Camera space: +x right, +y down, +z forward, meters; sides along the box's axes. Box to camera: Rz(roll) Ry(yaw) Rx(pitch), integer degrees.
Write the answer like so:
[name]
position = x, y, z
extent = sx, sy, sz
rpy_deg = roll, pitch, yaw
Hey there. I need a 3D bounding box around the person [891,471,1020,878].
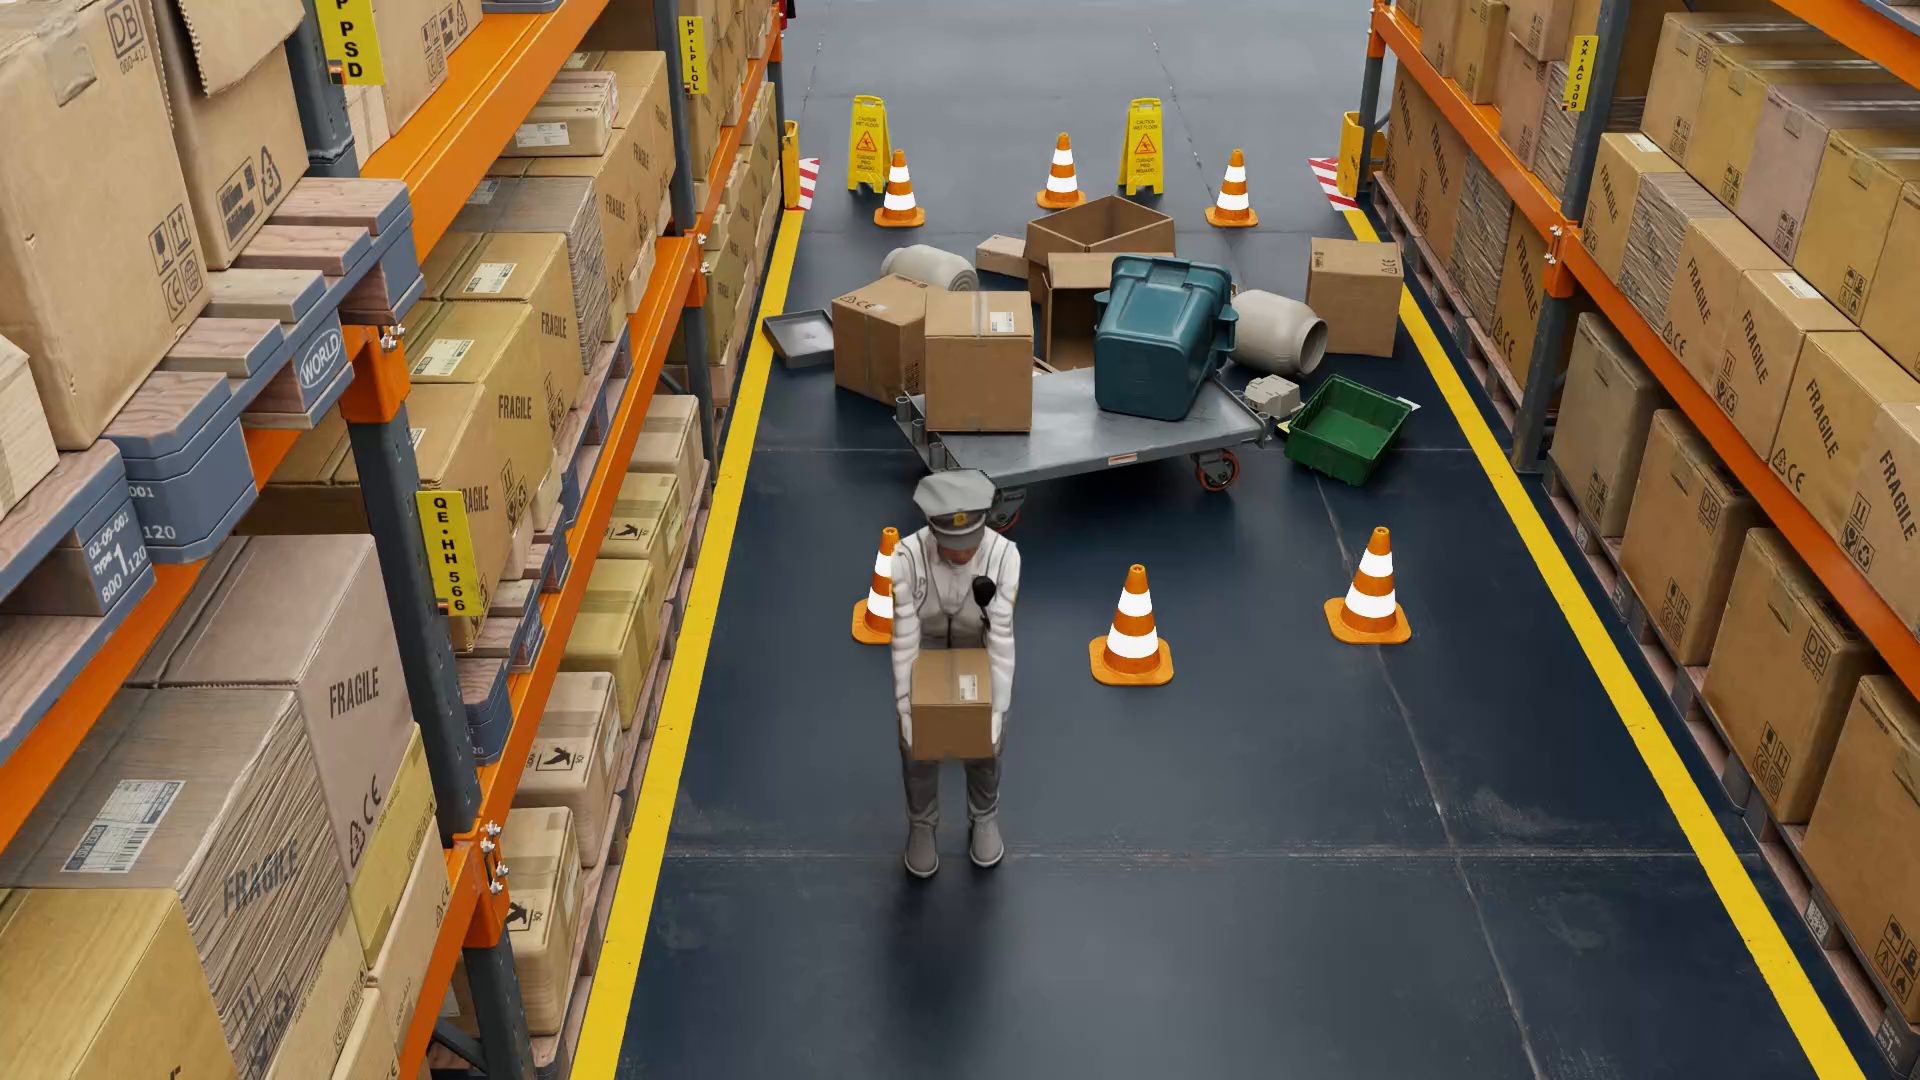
[person]
position = -0.018, 0.442, 5.484
extent = 0.408, 1.605, 0.570
rpy_deg = -1, 32, -1
